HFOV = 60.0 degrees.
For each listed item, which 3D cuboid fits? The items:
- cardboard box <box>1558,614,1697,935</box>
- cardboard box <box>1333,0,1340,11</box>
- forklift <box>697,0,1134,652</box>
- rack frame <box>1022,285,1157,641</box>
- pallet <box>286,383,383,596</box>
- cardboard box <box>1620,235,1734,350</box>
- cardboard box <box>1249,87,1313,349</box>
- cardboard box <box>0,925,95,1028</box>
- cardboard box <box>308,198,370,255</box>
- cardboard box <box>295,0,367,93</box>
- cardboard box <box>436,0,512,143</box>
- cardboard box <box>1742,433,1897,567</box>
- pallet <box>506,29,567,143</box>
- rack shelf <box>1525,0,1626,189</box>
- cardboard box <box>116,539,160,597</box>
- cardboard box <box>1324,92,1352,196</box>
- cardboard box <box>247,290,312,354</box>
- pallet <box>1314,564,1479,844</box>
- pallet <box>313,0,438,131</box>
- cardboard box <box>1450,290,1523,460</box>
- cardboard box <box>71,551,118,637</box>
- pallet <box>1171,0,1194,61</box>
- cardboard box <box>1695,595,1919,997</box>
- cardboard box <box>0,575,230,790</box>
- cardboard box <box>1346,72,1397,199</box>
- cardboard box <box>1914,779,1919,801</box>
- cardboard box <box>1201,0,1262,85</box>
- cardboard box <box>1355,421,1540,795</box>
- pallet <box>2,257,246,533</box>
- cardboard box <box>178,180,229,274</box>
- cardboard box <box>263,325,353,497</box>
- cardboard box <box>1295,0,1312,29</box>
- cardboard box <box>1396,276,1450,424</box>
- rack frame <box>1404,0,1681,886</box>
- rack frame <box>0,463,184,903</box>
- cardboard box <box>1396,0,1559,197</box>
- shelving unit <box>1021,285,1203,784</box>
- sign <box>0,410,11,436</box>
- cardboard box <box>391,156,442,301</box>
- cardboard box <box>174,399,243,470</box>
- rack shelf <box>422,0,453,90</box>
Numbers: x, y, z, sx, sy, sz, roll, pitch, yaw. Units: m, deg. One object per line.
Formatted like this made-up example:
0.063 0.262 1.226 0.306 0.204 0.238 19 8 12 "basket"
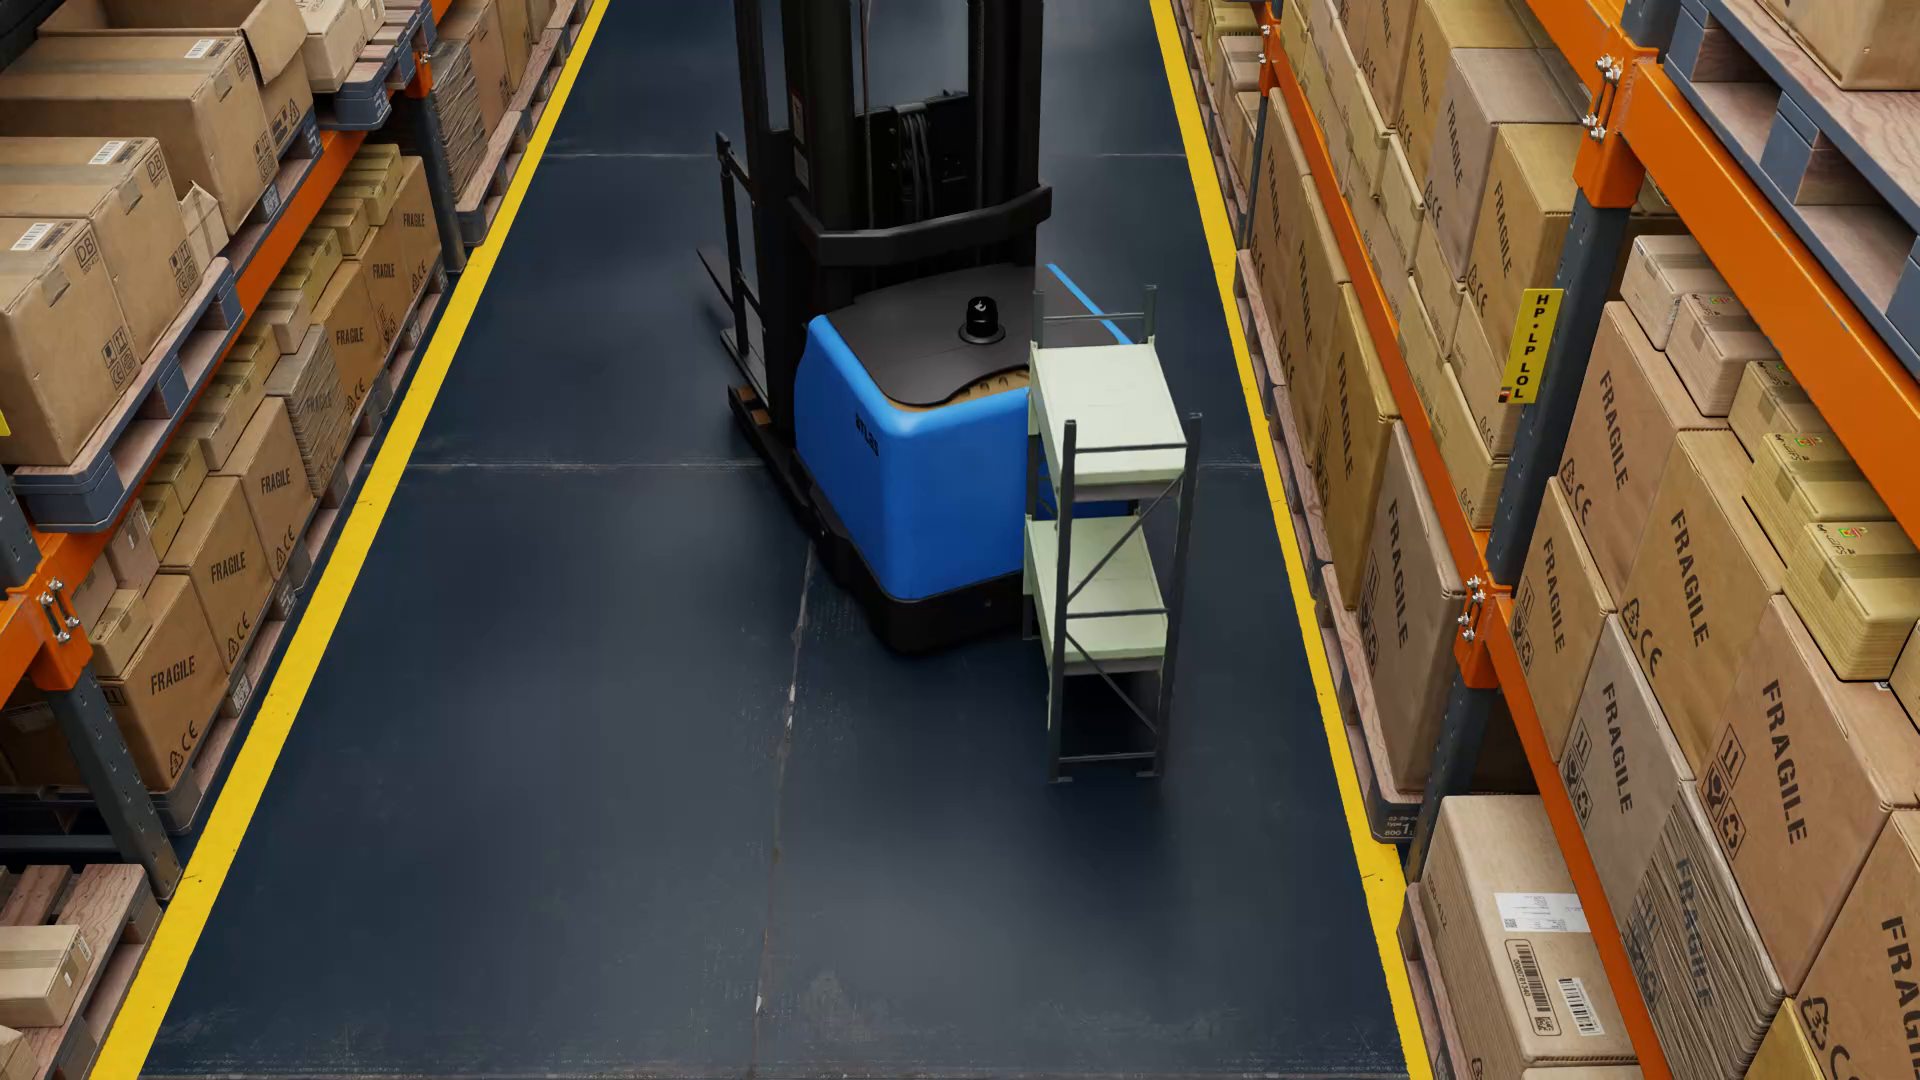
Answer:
1.678 0.512 3.633 0.500 0.500 0.500 0 39 0 "cardboard box"
1.705 -2.370 6.429 0.500 0.500 0.500 0 39 0 "cardboard box"
-0.376 -1.653 6.469 1.130 2.935 3.031 -16 41 -19 "forklift"
0.435 -0.221 5.826 0.400 1.500 0.023 -3 39 -4 "rack frame"
-3.064 -0.237 6.877 1.003 0.211 1.213 0 39 0 "pallet"
1.684 -0.542 3.630 0.380 0.149 0.250 -1 39 -1 "cardboard box"
1.856 -1.462 7.539 0.875 0.875 0.875 0 39 0 "cardboard box"
-2.726 1.245 4.742 0.380 0.149 0.250 -1 39 -1 "cardboard box"
-2.784 -1.351 7.181 0.380 0.149 0.250 -1 39 -2 "cardboard box"
-2.700 -1.999 6.630 0.500 0.250 0.500 -2 39 -2 "cardboard box"
-3.021 -2.589 9.145 0.875 0.625 0.625 1 39 1 "cardboard box"
1.682 -0.067 3.037 0.380 0.149 0.250 0 39 0 "cardboard box"
-2.986 -2.741 10.002 1.003 0.211 1.213 0 39 0 "pallet"
1.941 -2.198 5.271 1.077 0.370 4.000 0 39 0 "rack shelf"
-2.833 0.109 5.360 0.380 0.149 0.250 -1 39 -1 "cardboard box"
1.701 -1.545 6.400 0.500 0.250 0.500 1 39 1 "cardboard box"
-2.798 -0.857 6.565 0.380 0.149 0.250 -2 39 -2 "cardboard box"
1.867 0.548 5.898 1.003 0.211 1.213 0 39 0 "pallet"
-2.954 -2.055 7.069 1.213 0.211 1.003 0 39 0 "pallet"
1.699 -0.470 4.658 0.500 0.250 0.500 0 39 0 "cardboard box"
-2.815 0.166 5.051 0.380 0.149 0.250 -1 39 -1 "cardboard box"
1.936 -3.486 10.931 1.003 0.211 1.213 0 39 0 "pallet"
1.685 0.447 2.914 0.500 0.500 0.500 1 39 1 "cardboard box"
-2.796 0.457 5.444 0.500 0.500 0.500 2 39 2 "cardboard box"
1.667 -1.427 5.852 0.500 0.250 0.500 1 39 1 "cardboard box"
1.667 0.410 2.442 0.380 0.149 0.250 0 39 0 "cardboard box"
1.944 -2.987 9.844 0.950 0.372 0.625 1 39 1 "cardboard box"
1.862 0.220 5.440 0.875 0.875 0.875 1 39 1 "cardboard box"
-2.912 -0.477 5.100 1.003 0.211 1.213 0 39 0 "pallet"
-2.638 -1.032 5.411 0.396 0.266 0.258 2 39 2 "cardboard box"
-2.797 -0.512 6.654 0.500 0.500 0.500 -1 39 -2 "cardboard box"
1.692 -2.379 7.040 0.500 0.250 0.500 0 39 0 "cardboard box"
1.691 -0.598 5.218 0.500 0.250 0.500 -1 39 -1 "cardboard box"
1.943 -0.058 4.423 1.000 3.000 0.127 0 39 0 "rack frame"
-3.021 -0.052 4.416 1.000 3.000 0.127 0 39 0 "rack frame"
1.703 -1.407 5.227 0.500 0.500 0.500 1 39 1 "cardboard box"
0.467 0.007 5.542 0.431 1.500 0.755 -3 39 -4 "shelving unit"
-2.478 -0.395 4.152 0.100 0.325 0.005 0 39 0 "sign"
-2.810 -1.477 7.858 0.500 0.500 0.500 1 39 1 "cardboard box"
-2.821 -0.379 5.969 0.380 0.149 0.250 0 39 0 "cardboard box"
-3.027 -3.523 9.323 1.077 0.370 4.000 0 39 0 "rack shelf"
